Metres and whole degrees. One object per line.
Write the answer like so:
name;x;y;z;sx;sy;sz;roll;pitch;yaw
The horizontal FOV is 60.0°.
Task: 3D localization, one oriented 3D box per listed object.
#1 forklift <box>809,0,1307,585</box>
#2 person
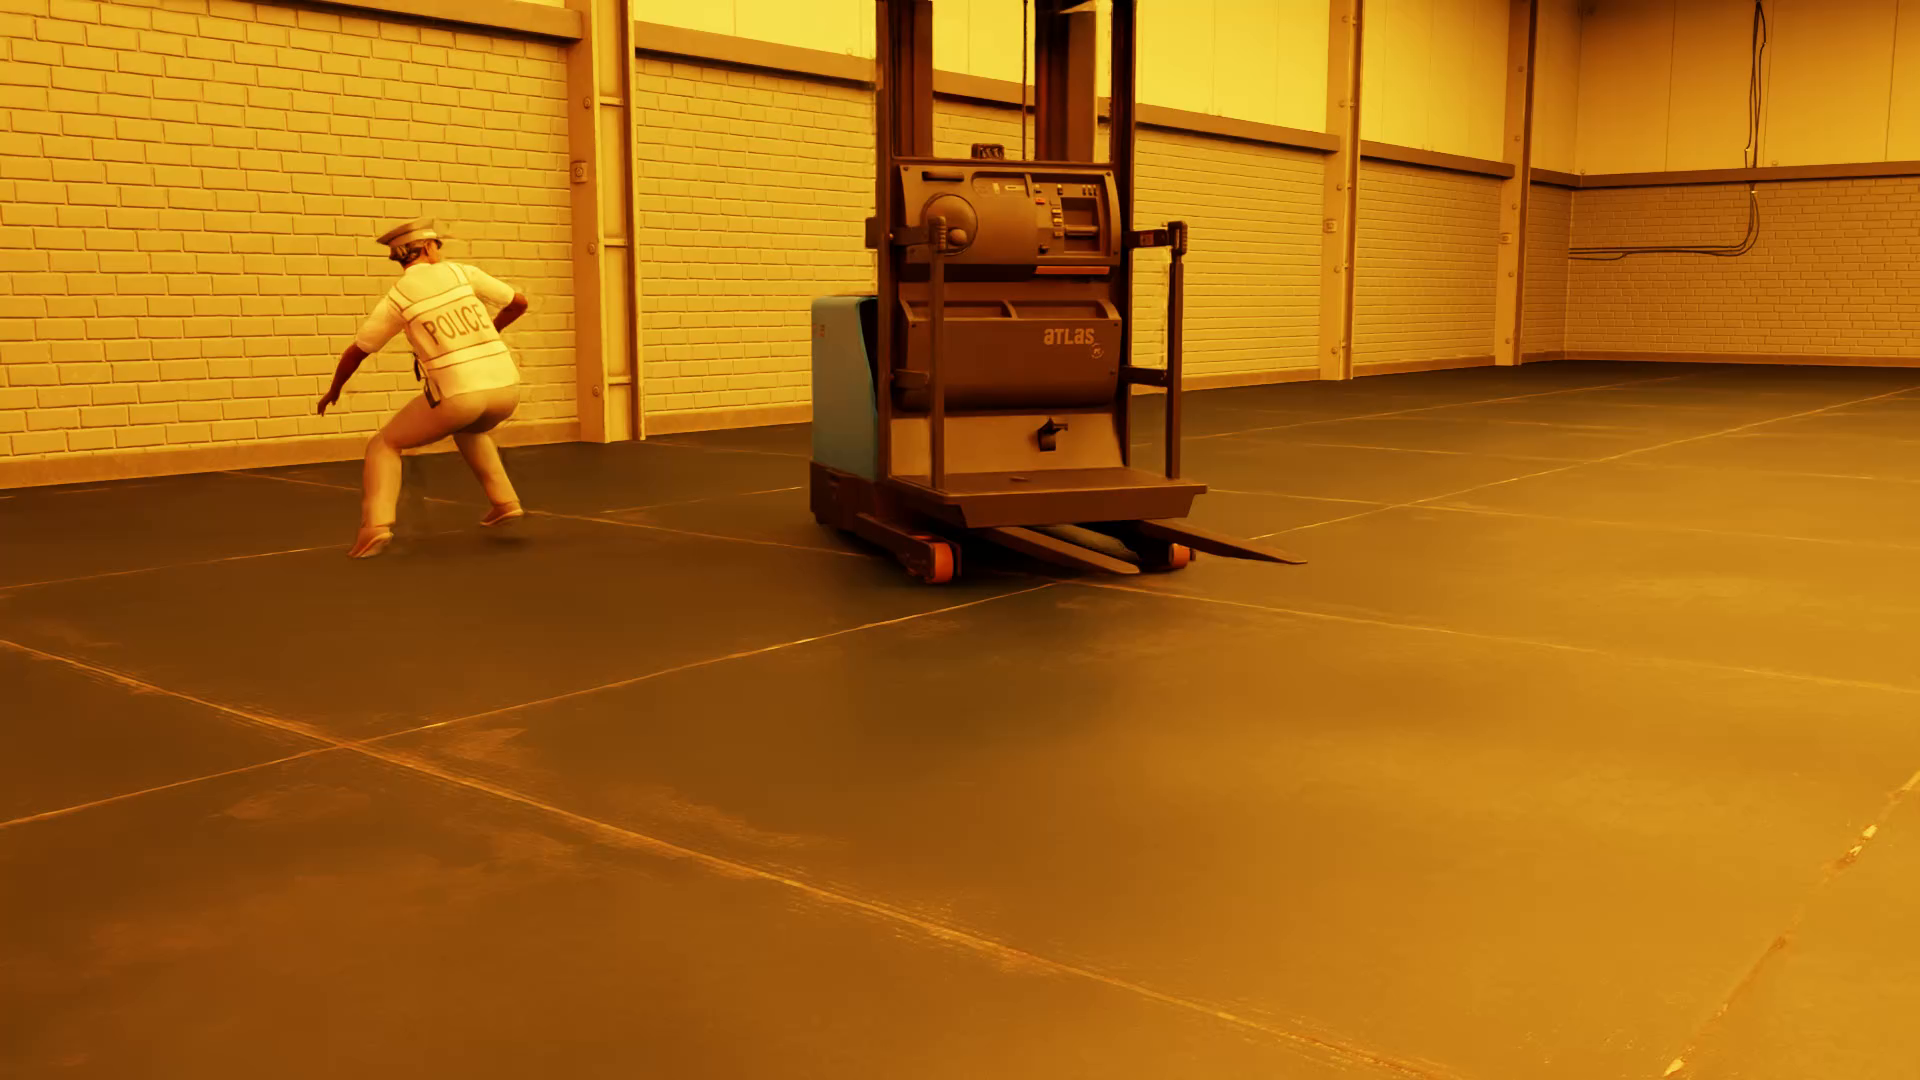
forklift;0.284;-1.348;6.496;1.130;2.935;3.031;-3;9;-20
person;-2.291;-0.650;7.134;0.793;1.452;0.811;-8;12;-44
